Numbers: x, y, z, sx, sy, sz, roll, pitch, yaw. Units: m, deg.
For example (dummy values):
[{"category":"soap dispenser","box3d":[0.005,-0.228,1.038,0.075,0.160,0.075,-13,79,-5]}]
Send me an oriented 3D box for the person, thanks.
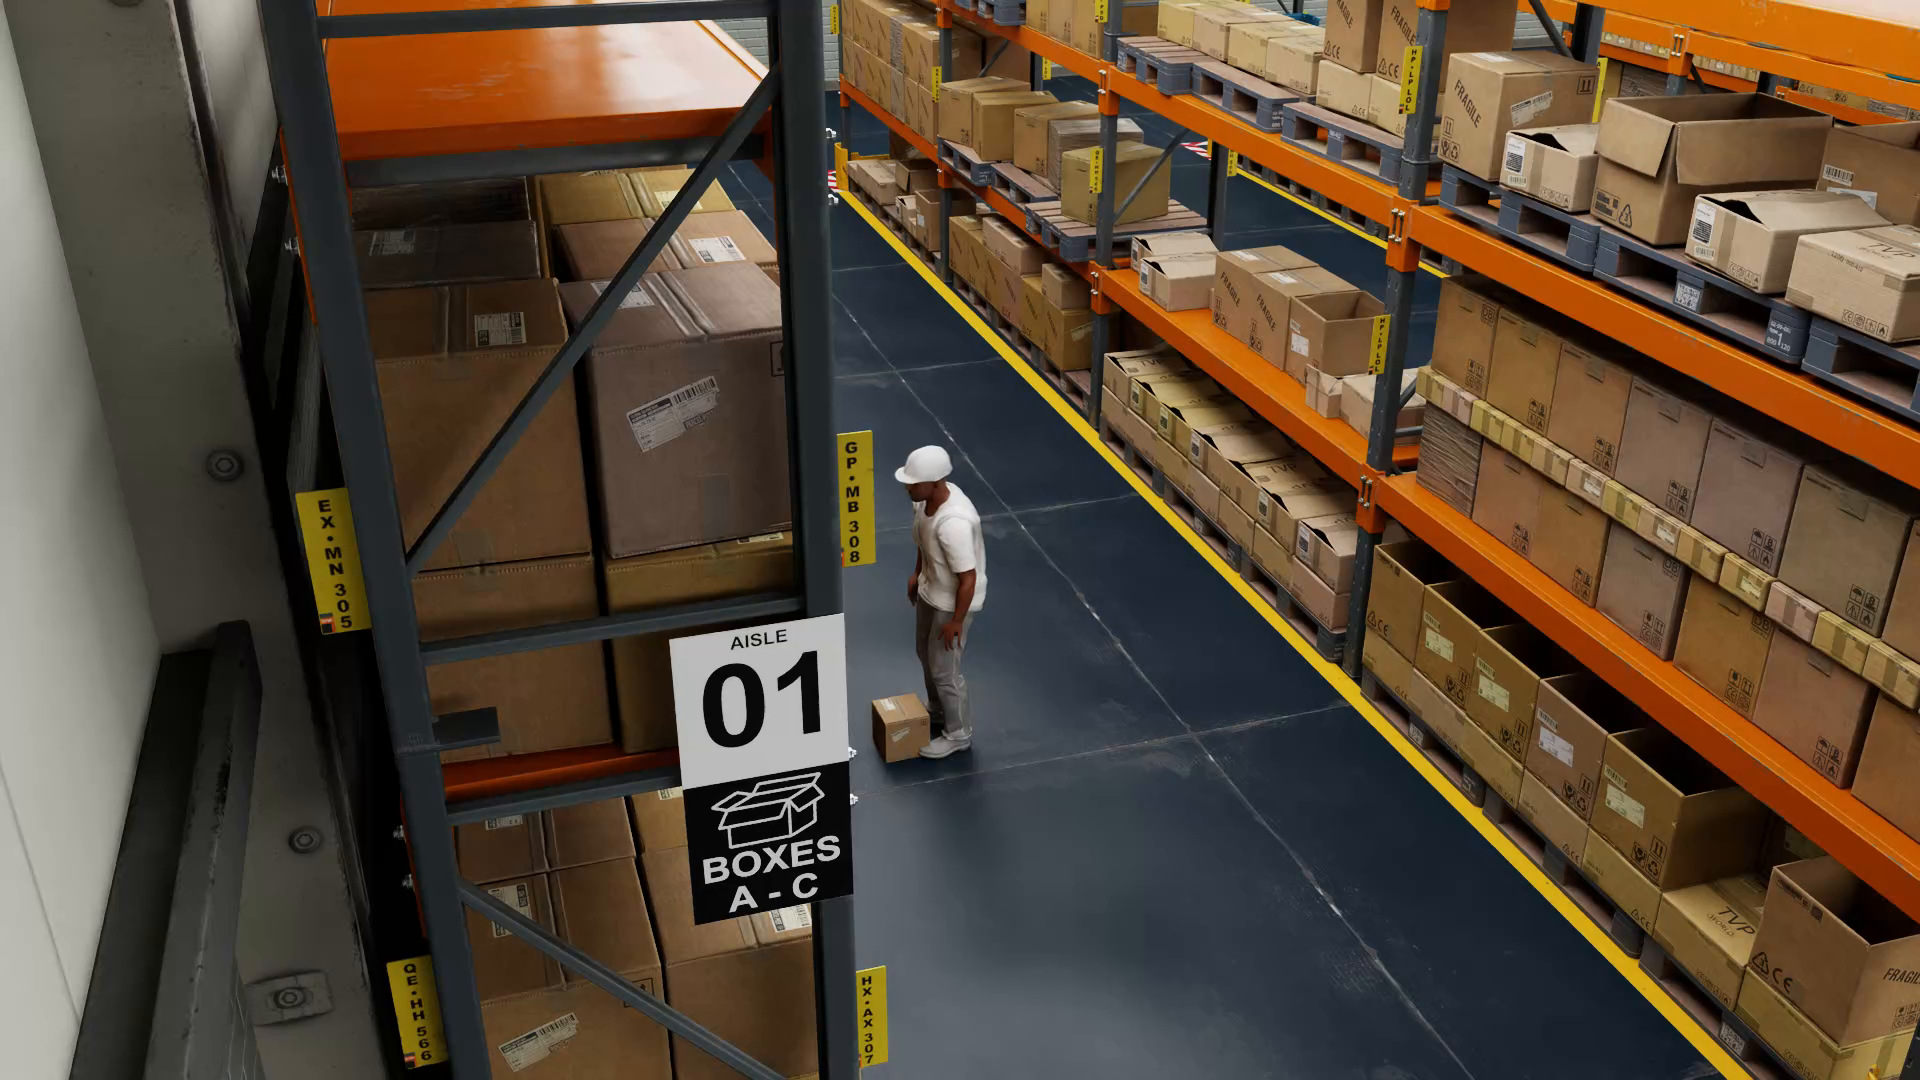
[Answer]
[{"category":"person","box3d":[-0.110,0.305,8.722,0.460,1.761,0.637,-9,28,-18]}]
